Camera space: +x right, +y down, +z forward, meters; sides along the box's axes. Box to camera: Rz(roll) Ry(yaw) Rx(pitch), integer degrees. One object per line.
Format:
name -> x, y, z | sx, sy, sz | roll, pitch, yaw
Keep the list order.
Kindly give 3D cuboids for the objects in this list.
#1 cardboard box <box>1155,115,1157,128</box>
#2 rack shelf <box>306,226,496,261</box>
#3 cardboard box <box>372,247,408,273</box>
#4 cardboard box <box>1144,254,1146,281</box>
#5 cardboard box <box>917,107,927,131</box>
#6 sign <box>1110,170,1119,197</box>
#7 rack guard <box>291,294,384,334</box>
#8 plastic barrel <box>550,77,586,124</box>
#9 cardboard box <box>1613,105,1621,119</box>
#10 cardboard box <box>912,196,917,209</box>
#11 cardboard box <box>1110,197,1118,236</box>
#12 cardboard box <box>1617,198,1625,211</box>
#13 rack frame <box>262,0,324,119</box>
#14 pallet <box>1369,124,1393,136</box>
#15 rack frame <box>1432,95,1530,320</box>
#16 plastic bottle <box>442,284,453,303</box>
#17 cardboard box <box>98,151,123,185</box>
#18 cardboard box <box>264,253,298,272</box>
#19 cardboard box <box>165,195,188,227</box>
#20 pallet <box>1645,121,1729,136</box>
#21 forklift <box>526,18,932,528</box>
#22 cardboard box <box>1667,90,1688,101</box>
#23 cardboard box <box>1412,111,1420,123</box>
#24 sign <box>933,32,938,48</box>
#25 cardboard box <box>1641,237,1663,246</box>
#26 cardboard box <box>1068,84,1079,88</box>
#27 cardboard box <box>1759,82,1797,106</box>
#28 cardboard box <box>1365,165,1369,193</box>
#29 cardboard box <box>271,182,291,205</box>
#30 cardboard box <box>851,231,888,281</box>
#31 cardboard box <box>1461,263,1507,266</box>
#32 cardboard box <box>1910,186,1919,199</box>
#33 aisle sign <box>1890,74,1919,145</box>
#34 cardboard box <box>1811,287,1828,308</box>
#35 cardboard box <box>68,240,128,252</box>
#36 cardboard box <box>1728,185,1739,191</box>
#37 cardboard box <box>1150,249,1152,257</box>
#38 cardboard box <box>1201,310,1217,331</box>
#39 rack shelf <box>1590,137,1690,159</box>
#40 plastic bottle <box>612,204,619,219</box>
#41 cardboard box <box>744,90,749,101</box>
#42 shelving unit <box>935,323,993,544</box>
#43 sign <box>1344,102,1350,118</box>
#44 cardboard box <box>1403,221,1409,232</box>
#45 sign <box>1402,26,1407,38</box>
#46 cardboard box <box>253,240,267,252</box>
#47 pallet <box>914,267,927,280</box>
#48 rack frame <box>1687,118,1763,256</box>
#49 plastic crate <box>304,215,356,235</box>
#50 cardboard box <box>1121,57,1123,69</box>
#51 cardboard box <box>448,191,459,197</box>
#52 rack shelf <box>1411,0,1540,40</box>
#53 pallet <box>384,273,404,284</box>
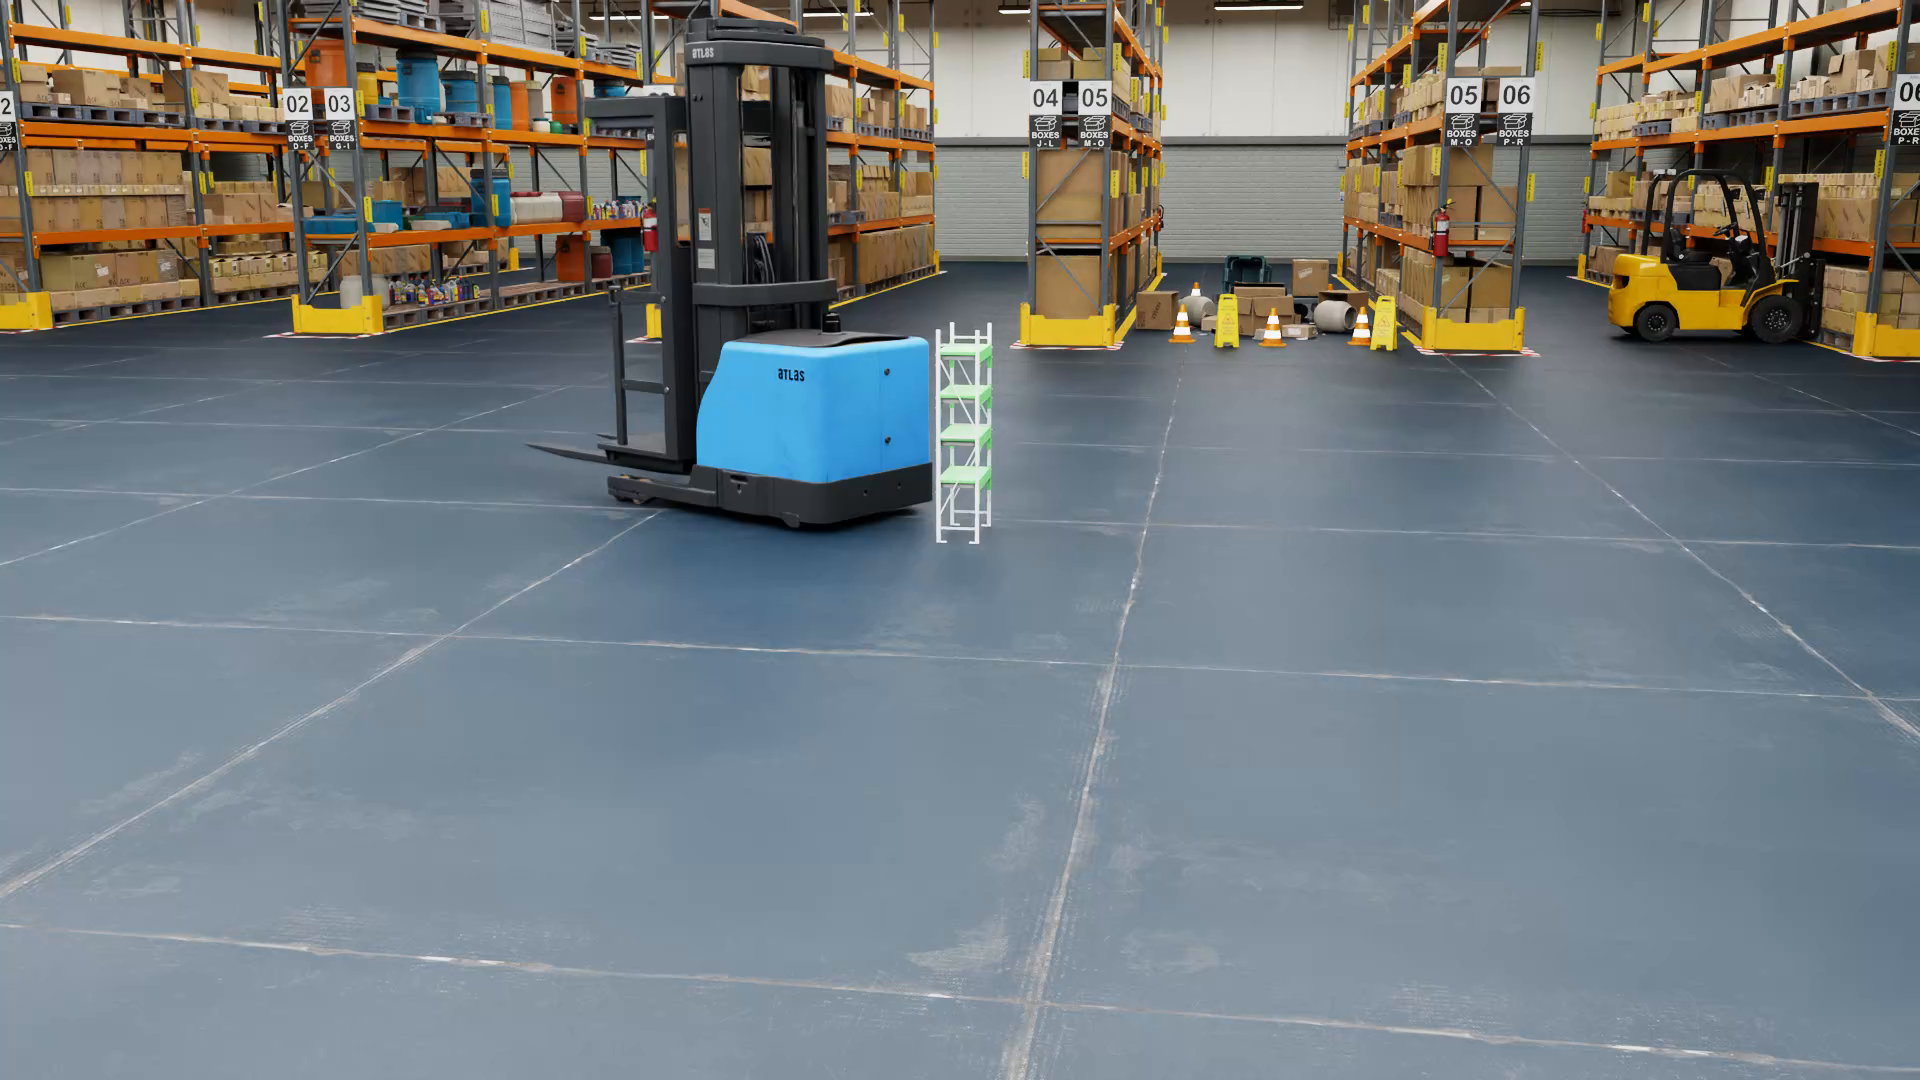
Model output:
cardboard box -> 3.685, -8.377, 33.295 | 0.500, 0.250, 0.500 | 2, 12, 10
rack shelf -> -8.115, -4.349, 24.259 | 1.077, 0.370, 4.000 | 2, 12, 9
cardboard box -> -11.426, -5.617, 33.328 | 0.500, 0.500, 0.500 | 2, 12, 9
cardboard box -> 3.175, -5.047, 30.731 | 0.500, 0.500, 0.500 | 2, 12, 7
cardboard box -> -1.095, -9.114, 36.070 | 0.700, 0.500, 0.500 | 1, 12, 5
sign -> 1.904, -4.384, 20.475 | 0.100, 0.325, 0.005 | 2, 12, 9
rack guard -> -8.458, -3.079, 22.596 | 1.175, 0.500, 0.348 | 2, 12, 9
plastic barrel -> -7.102, -7.949, 30.122 | 0.600, 0.830, 0.708 | 2, 12, 9
cardboard box -> 13.084, -8.355, 32.485 | 0.500, 0.250, 0.500 | 2, 12, 10
cardboard box -> -1.197, -6.994, 34.478 | 0.500, 0.250, 0.500 | 2, 12, 10
cardboard box -> 1.642, -4.322, 22.070 | 0.875, 0.550, 0.550 | 2, 12, 9
cardboard box -> 12.914, -6.431, 31.865 | 0.500, 0.250, 0.500 | 2, 12, 9
rack frame -> -12.087, -9.043, 30.096 | 1.000, 3.000, 0.127 | 2, 12, 9
pallet -> 7.709, -7.210, 29.159 | 1.003, 0.211, 1.213 | 2, 12, 11
rack frame -> 6.263, -3.802, 20.017 | 1.000, 3.000, 0.127 | 2, 12, 9
plastic bottle -> -7.730, -3.716, 25.037 | 0.152, 0.276, 0.135 | 2, 12, 10
cardboard box -> -12.995, -5.555, 24.833 | 0.700, 0.500, 0.500 | 2, 12, 9
cardboard box -> -12.078, -4.915, 29.381 | 0.500, 0.311, 0.500 | 2, 12, 8
cardboard box -> -12.764, -5.234, 26.424 | 0.700, 0.500, 0.500 | 2, 12, 7
pallet -> 12.688, -7.165, 28.948 | 1.213, 0.211, 1.003 | 2, 12, 9
forklift -> -1.631, -1.732, 10.575 | 3.031, 2.935, 1.130 | 10, 16, 38
cardboard box -> 13.034, -8.020, 30.140 | 0.396, 0.266, 0.258 | 2, 12, 8
cardboard box -> 6.490, -5.869, 23.083 | 0.380, 0.149, 0.250 | 2, 12, 9
sign -> -0.534, -10.862, 36.128 | 0.100, 0.325, 0.005 | 2, 12, 9
cardboard box -> 12.703, -5.465, 30.420 | 0.380, 0.149, 0.250 | 1, 12, 6
cardboard box -> 1.311, -6.054, 21.760 | 0.500, 0.250, 0.500 | 2, 12, 8
cardboard box -> 11.654, -6.311, 23.513 | 0.500, 0.311, 0.500 | 1, 12, 7
cardboard box -> 7.626, -6.545, 30.131 | 0.500, 0.500, 0.500 | 2, 12, 7
cardboard box -> -15.921, -7.824, 37.966 | 0.980, 0.700, 0.700 | 2, 12, 8
cardboard box -> -2.027, -5.284, 30.938 | 1.225, 0.875, 0.875 | 2, 12, 9
cardboard box -> 6.740, -3.303, 21.450 | 0.500, 0.500, 0.500 | 1, 12, 7
cardboard box -> 11.452, -4.124, 19.732 | 0.380, 0.149, 0.250 | 2, 12, 9
aisle sign -> 10.868, -4.909, 18.981 | 0.394, 0.787, 0.004 | 2, 12, 9
cardboard box -> 11.081, -3.072, 20.969 | 0.500, 0.250, 0.500 | 2, 12, 7
cardboard box -> -16.739, -5.574, 32.342 | 0.750, 0.750, 0.750 | 2, 12, 8
cardboard box -> 11.748, -5.244, 24.929 | 0.380, 0.149, 0.250 | 2, 12, 7
cardboard box -> 3.688, -5.822, 33.748 | 0.380, 0.149, 0.250 | 2, 12, 10
cardboard box -> 3.527, -3.020, 22.878 | 0.396, 0.266, 0.258 | 4, 13, 18
rack shelf -> 13.321, -7.671, 32.557 | 1.077, 0.370, 4.000 | 2, 12, 9
plastic bottle -> -6.593, -6.257, 31.701 | 0.152, 0.276, 0.135 | 2, 12, 9
cardboard box -> -3.052, -5.973, 22.381 | 0.380, 0.149, 0.250 | 2, 12, 9
shelving unit -> 0.025, -0.621, 9.527 | 0.258, 1.200, 0.503 | 2, 12, 9
sign -> 8.176, -9.085, 35.145 | 0.100, 0.325, 0.005 | 2, 12, 9
cardboard box -> 6.513, -4.457, 23.651 | 0.380, 0.149, 0.250 | 2, 12, 8
sign -> 9.258, -10.541, 34.638 | 0.100, 0.325, 0.005 | 2, 12, 9
cardboard box -> -15.989, -6.450, 37.239 | 0.700, 0.500, 0.500 | 2, 12, 10
pallet -> -1.304, -5.669, 35.297 | 1.003, 0.211, 1.213 | 2, 12, 9
rack frame -> 12.399, -5.308, 27.002 | 1.000, 3.000, 0.127 | 2, 12, 9
plastic crate -> -8.642, -4.325, 22.796 | 0.499, 0.251, 0.616 | 2, 12, 9
cardboard box -> 1.958, -6.306, 21.985 | 0.380, 0.149, 0.250 | 2, 12, 9
cardboard box -> -11.048, -7.196, 35.527 | 0.500, 0.500, 0.500 | 2, 12, 10
rack shelf -> 6.571, -6.798, 21.393 | 1.077, 0.370, 4.000 | 2, 12, 9
pallet -> -11.744, -5.155, 32.912 | 1.003, 0.211, 1.213 | 2, 12, 9
